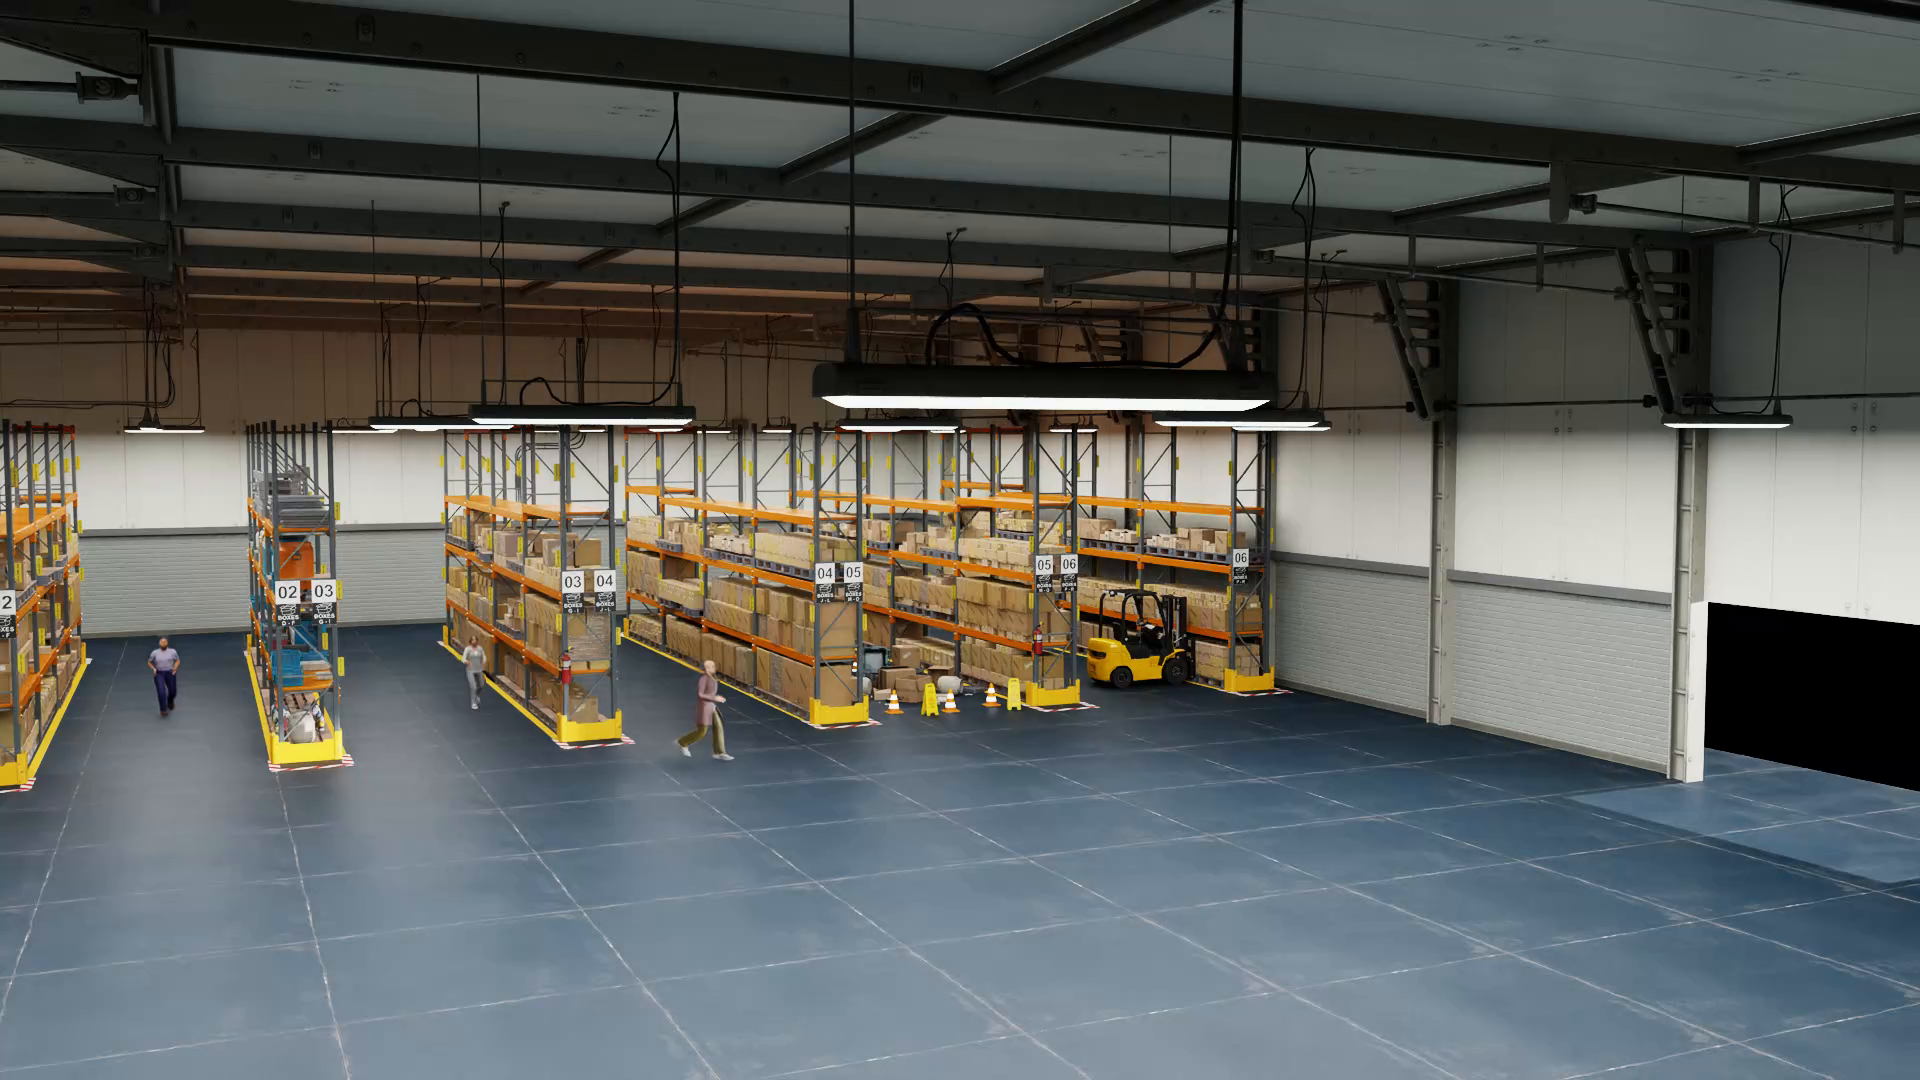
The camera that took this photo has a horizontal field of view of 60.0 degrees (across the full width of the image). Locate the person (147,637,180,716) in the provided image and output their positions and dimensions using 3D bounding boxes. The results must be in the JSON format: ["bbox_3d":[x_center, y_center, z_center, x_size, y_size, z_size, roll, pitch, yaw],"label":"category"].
[{"bbox_3d":[-16.337,2.795,34.138,0.605,1.585,0.578,-2,4,-30],"label":"person"}]

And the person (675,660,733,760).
[{"bbox_3d":[-4.511,2.998,29.293,1.042,1.772,0.691,1,4,12],"label":"person"}]

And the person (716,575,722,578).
[{"bbox_3d":[-6.971,1.870,47.703,0.645,1.732,0.592,-2,4,-34],"label":"person"}]

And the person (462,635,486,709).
[{"bbox_3d":[-10.141,2.765,34.803,0.527,1.553,0.543,-2,4,-30],"label":"person"}]
